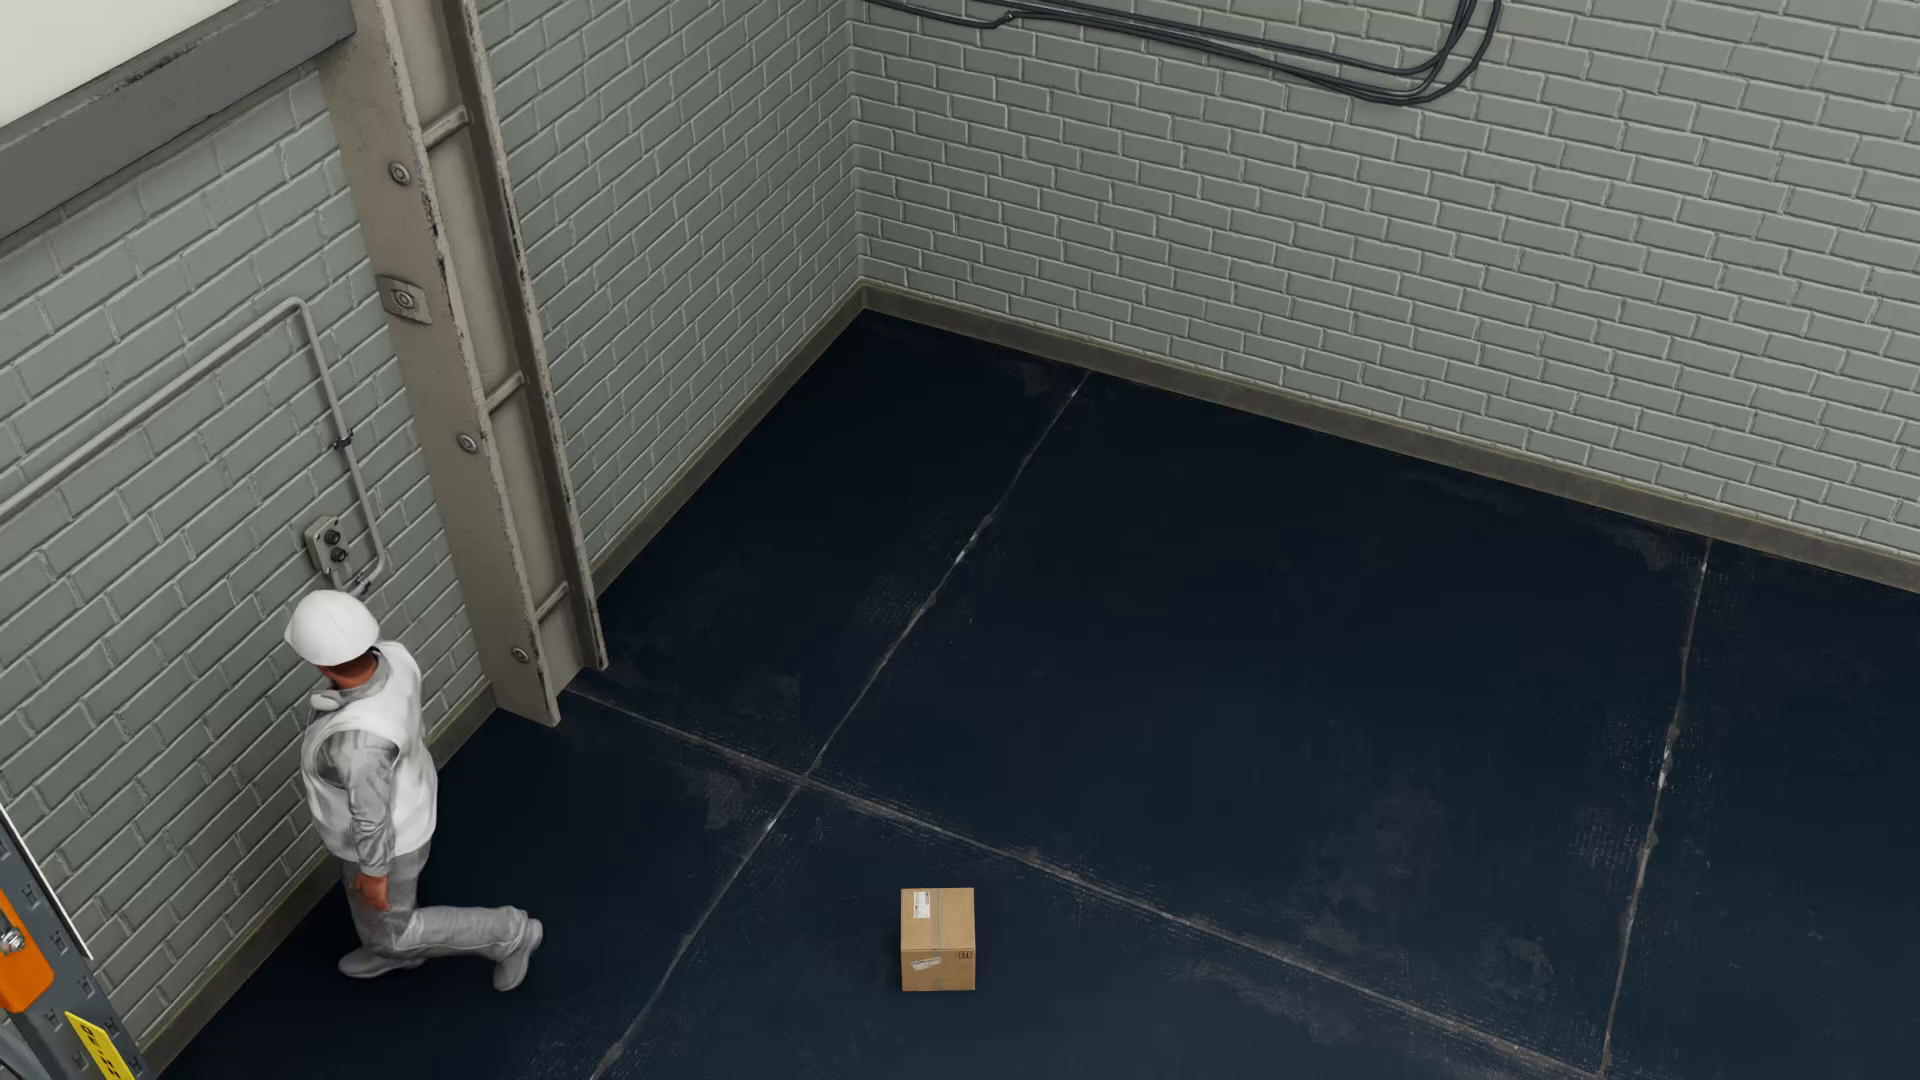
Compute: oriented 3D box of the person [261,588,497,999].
[{"bbox_3d":[-1.848,0.845,5.170,0.594,1.764,0.553,-6,42,-7],"label":"person"}]
